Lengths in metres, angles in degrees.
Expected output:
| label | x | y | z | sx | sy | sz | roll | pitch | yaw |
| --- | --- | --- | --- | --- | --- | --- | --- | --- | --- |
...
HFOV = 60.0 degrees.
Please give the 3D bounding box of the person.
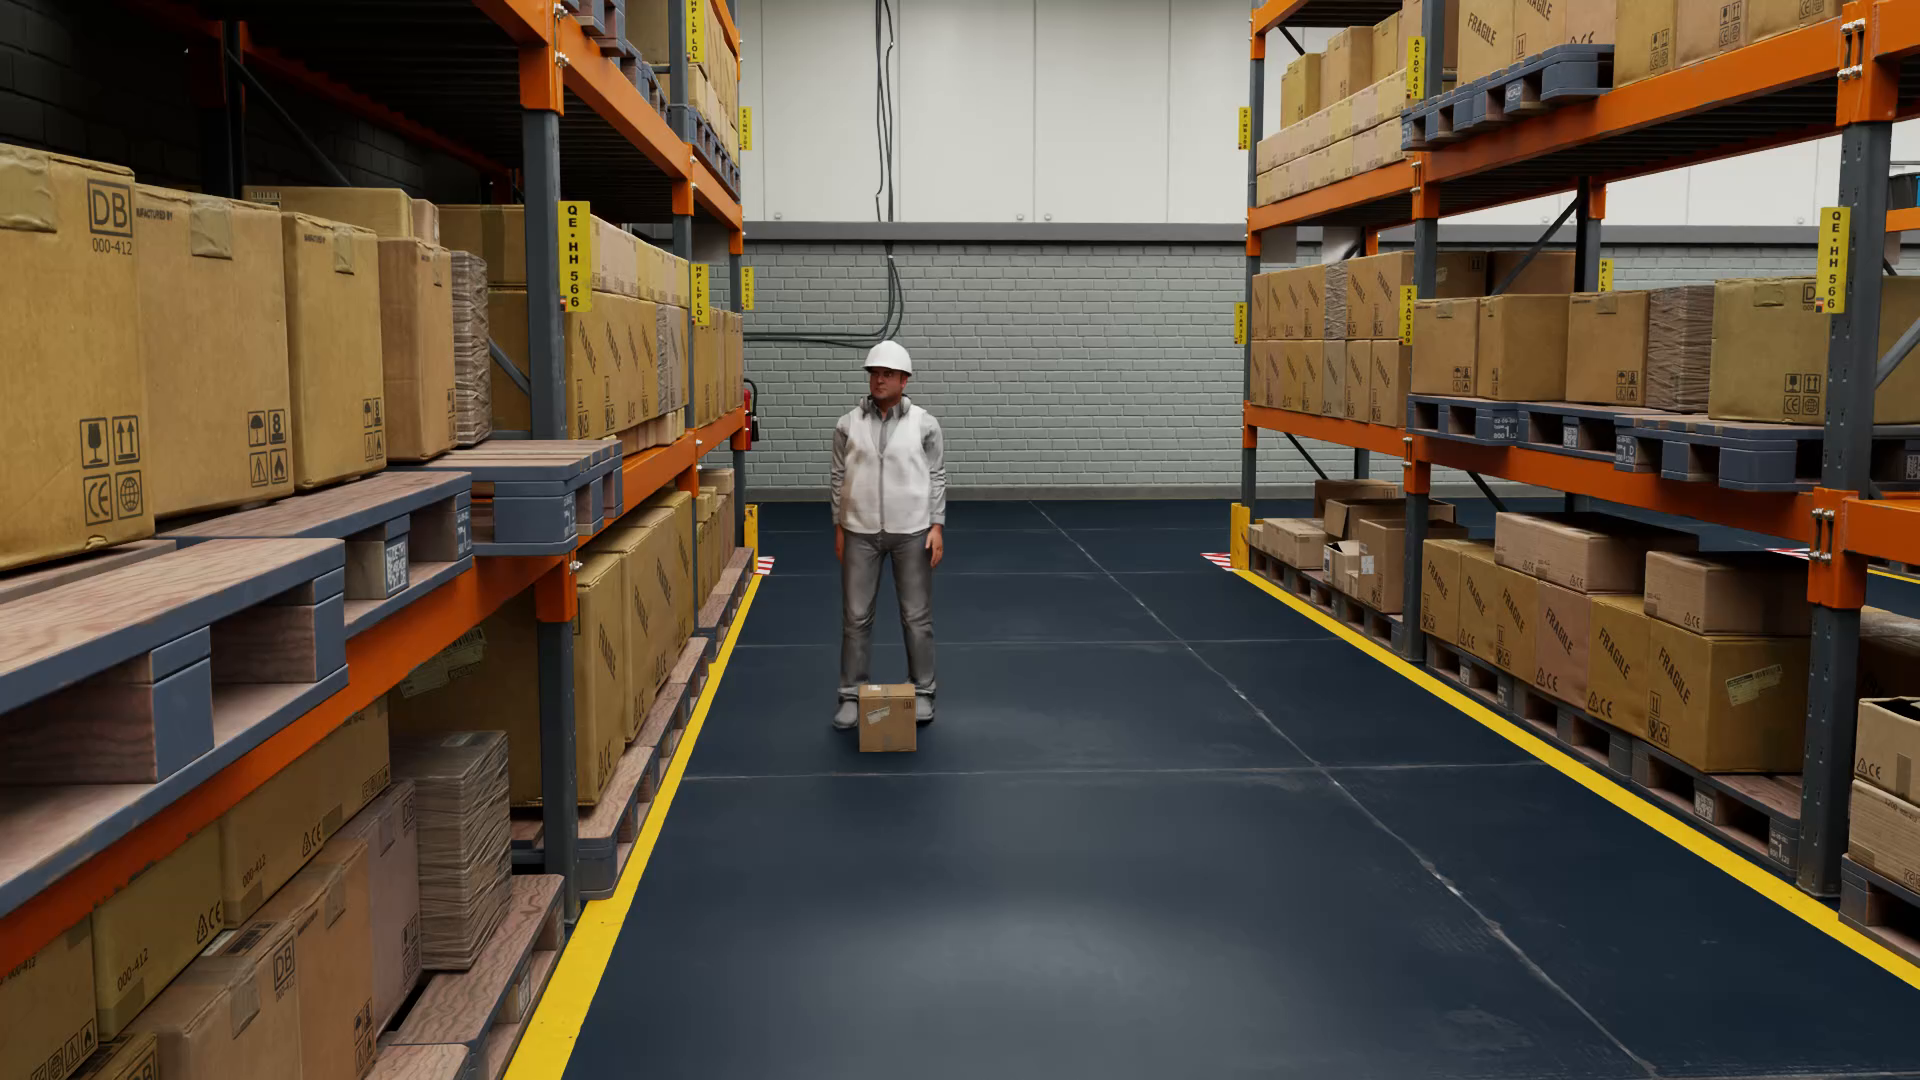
| label | x | y | z | sx | sy | sz | roll | pitch | yaw |
| --- | --- | --- | --- | --- | --- | --- | --- | --- | --- |
| person | -0.345 | -0.029 | 7.773 | 0.552 | 1.790 | 0.428 | 0 | 7 | 4 |
